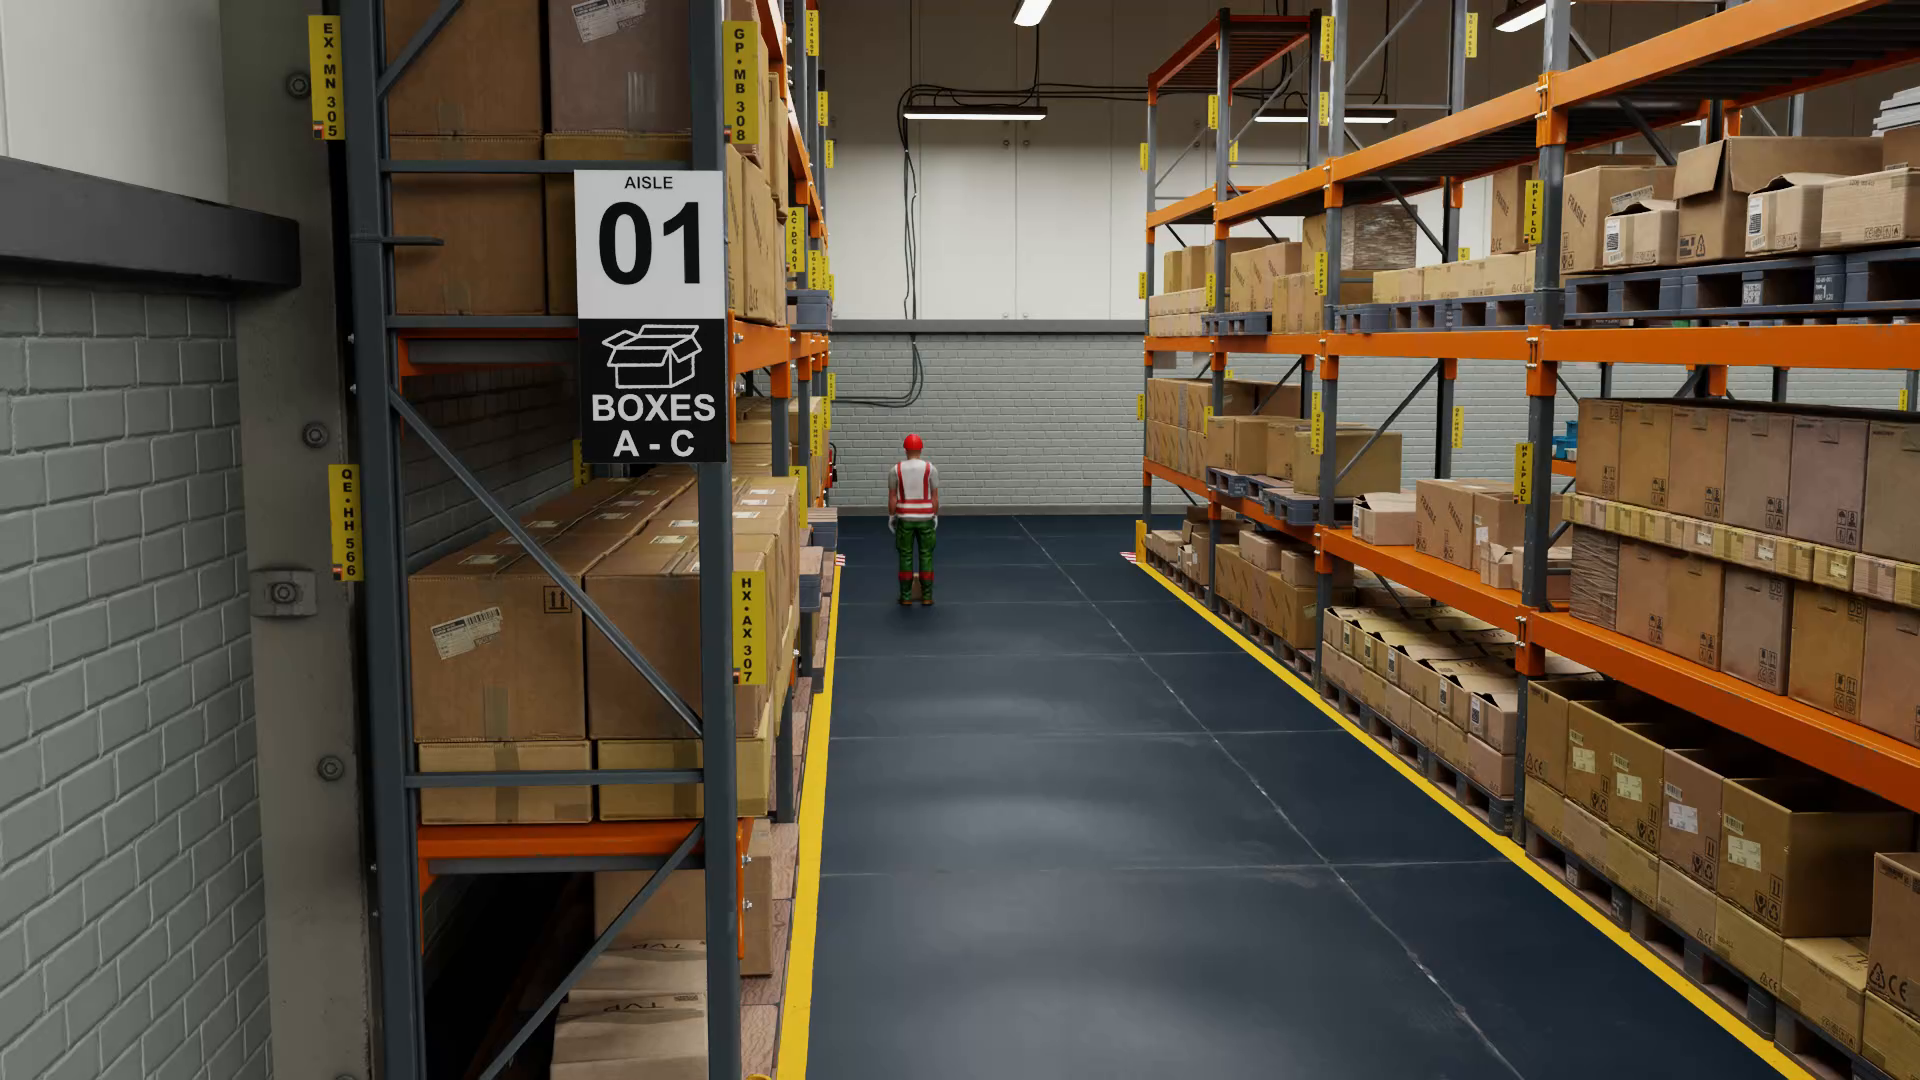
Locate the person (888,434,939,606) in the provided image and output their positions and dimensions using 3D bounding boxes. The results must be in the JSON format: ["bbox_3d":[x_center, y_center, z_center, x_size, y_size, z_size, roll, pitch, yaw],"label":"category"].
[{"bbox_3d":[-0.487,-0.213,17.409,0.528,1.798,0.347,0,7,-2],"label":"person"}]
